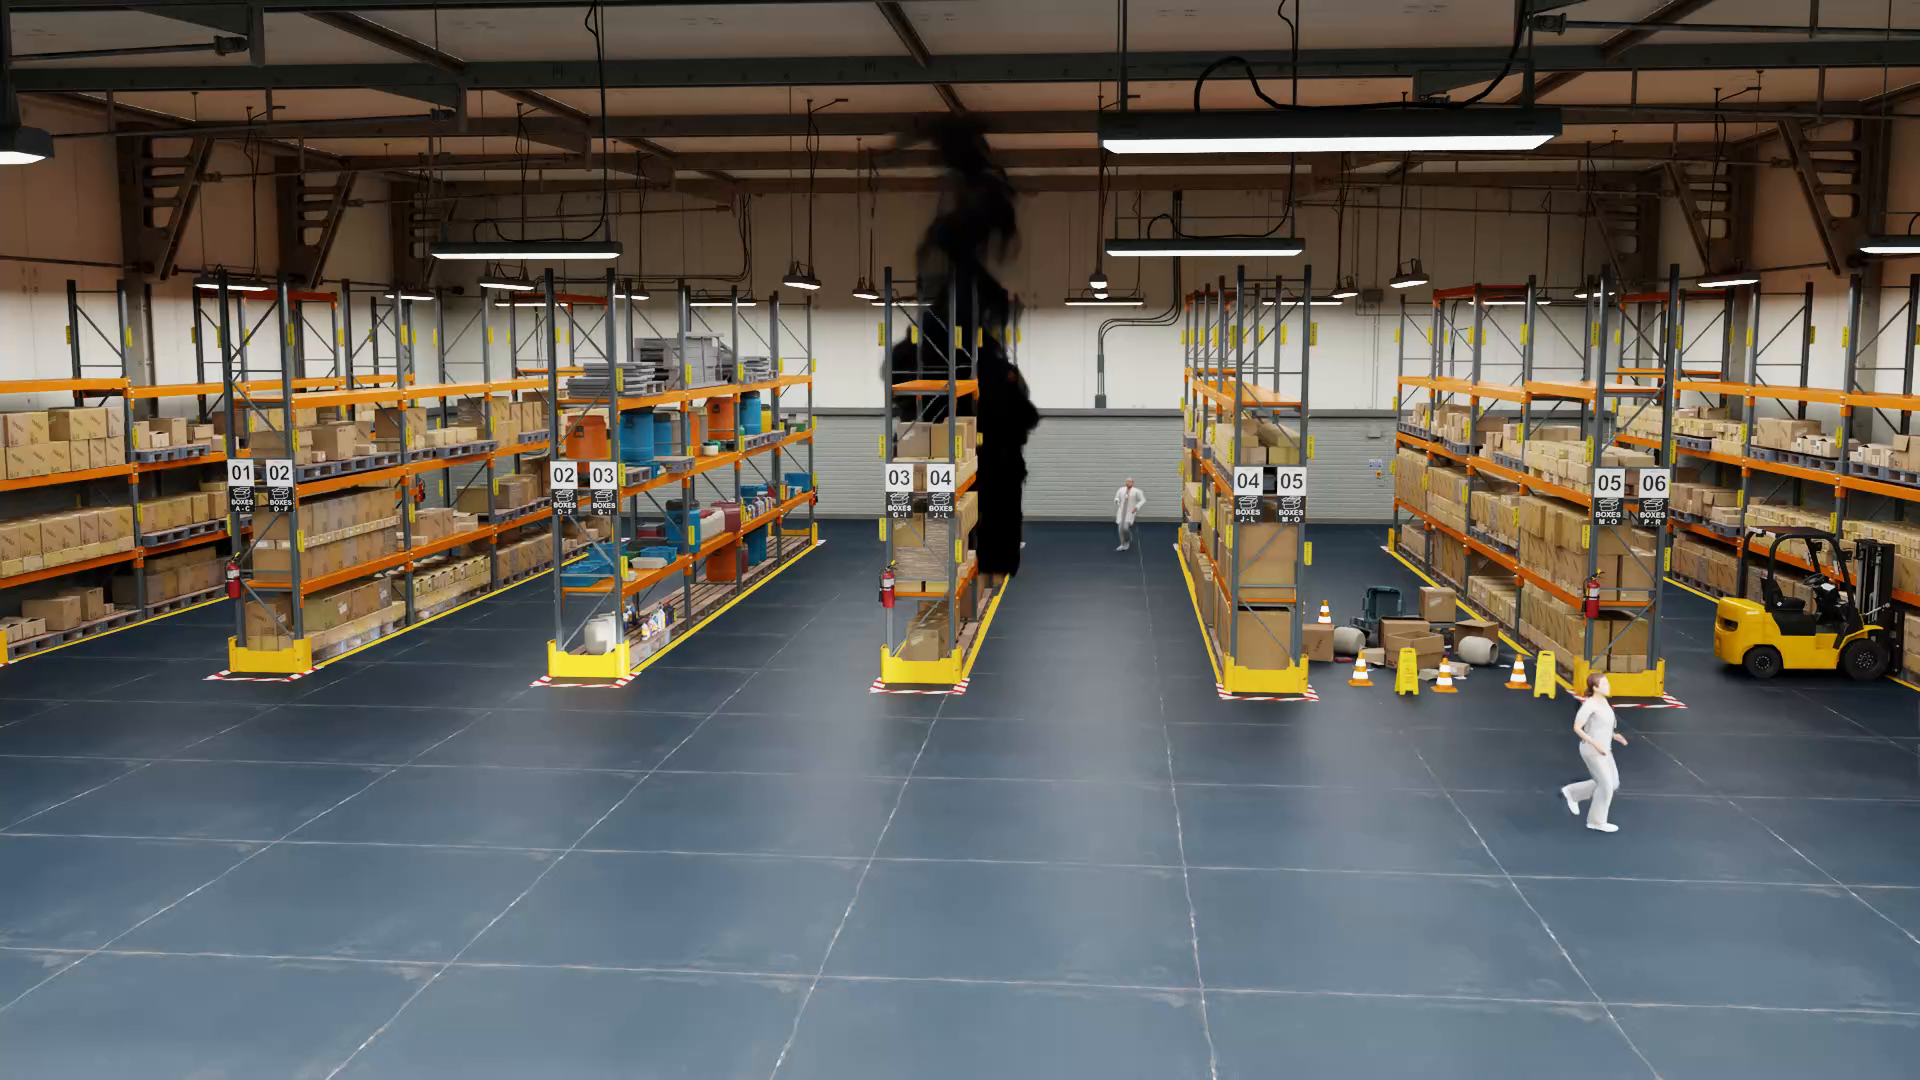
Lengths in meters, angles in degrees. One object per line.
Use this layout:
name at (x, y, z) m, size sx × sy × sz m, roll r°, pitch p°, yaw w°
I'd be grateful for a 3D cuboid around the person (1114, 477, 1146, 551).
person at (3.928, -0.597, 39.054) m, size 0.719 × 1.746 × 0.684 m, roll 4°, pitch 8°, yaw 30°

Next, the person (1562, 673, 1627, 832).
person at (6.434, 2.143, 16.950) m, size 0.621 × 1.626 × 0.555 m, roll 7°, pitch 10°, yaw 44°
